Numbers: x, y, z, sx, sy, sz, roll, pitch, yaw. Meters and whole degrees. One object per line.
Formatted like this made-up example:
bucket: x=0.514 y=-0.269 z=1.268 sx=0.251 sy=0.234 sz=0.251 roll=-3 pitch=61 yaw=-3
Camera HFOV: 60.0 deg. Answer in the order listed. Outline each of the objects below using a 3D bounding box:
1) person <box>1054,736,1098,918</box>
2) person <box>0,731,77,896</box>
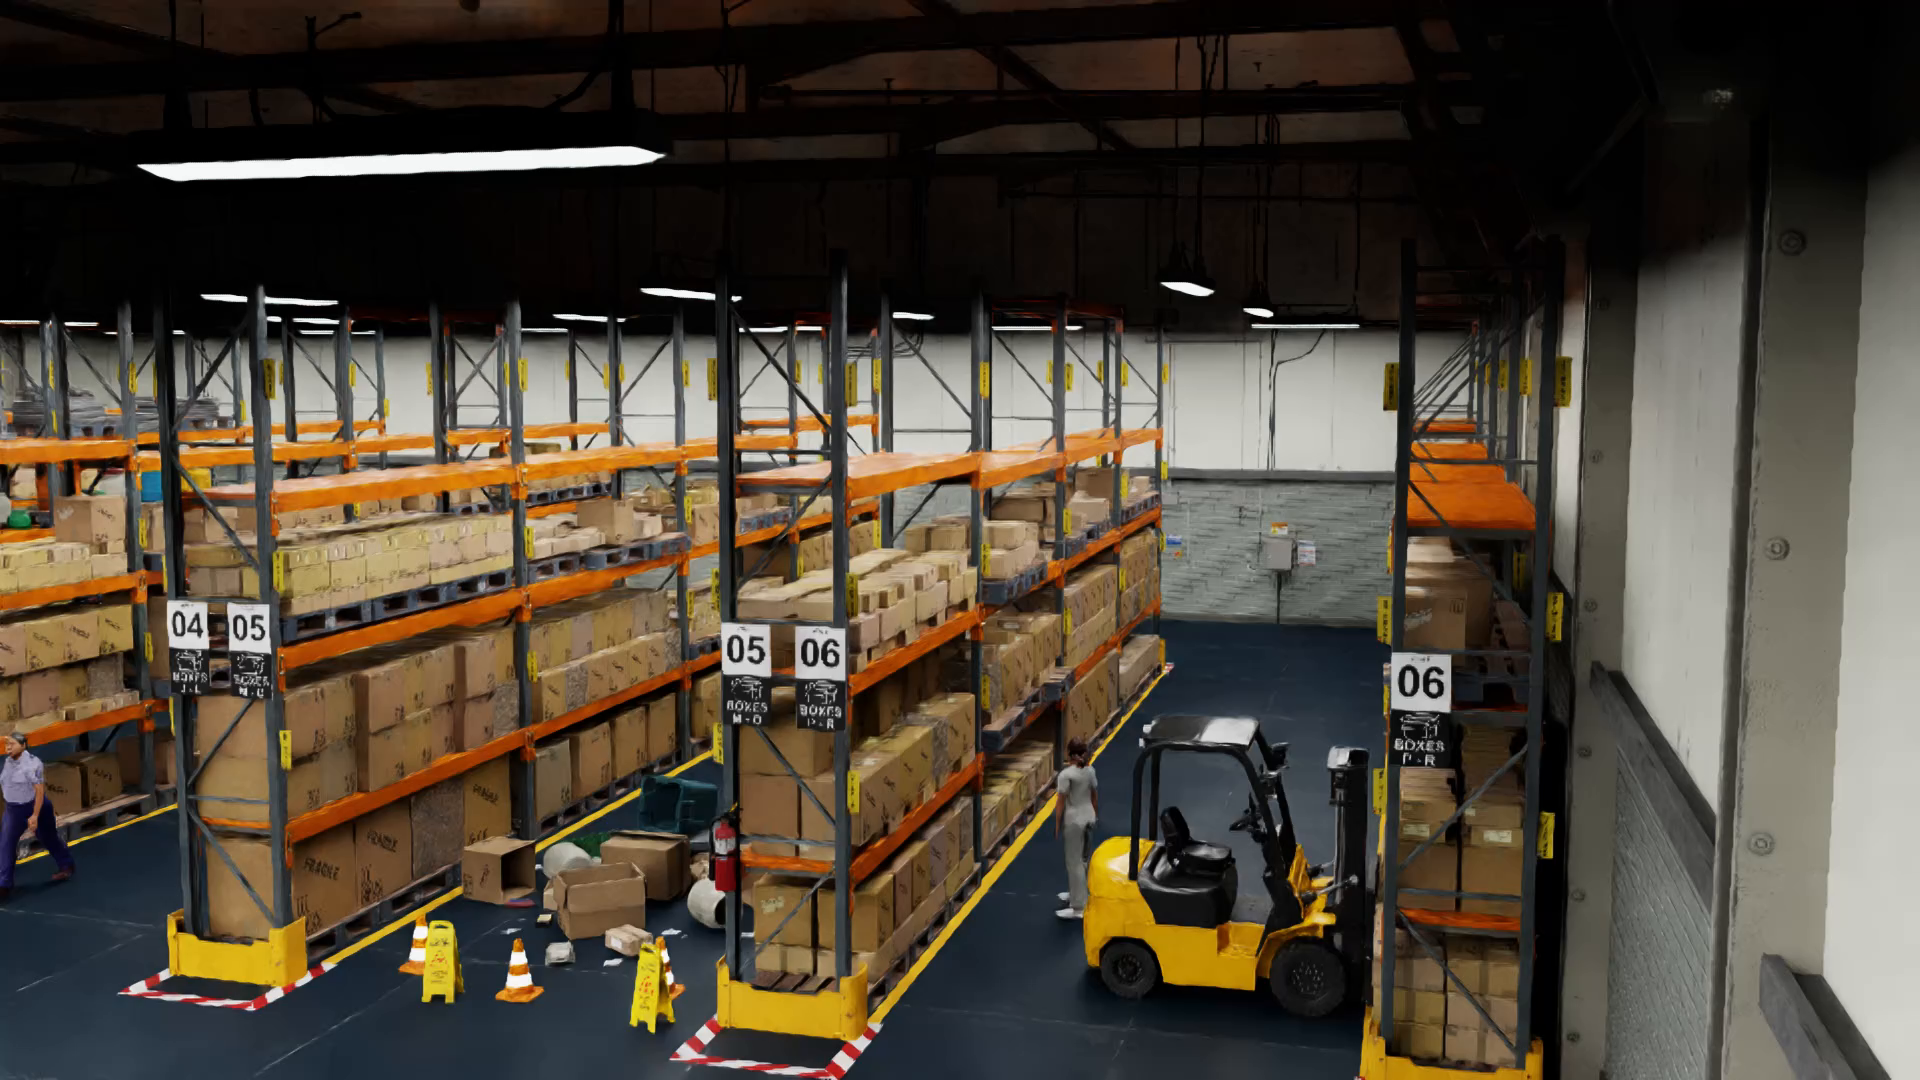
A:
person: x=1.073 y=2.669 z=15.668 sx=0.563 sy=1.661 sz=0.569 roll=-5 pitch=8 yaw=-42
person: x=-9.140 y=2.650 z=16.305 sx=0.491 sy=1.590 sz=0.991 roll=2 pitch=6 yaw=14
